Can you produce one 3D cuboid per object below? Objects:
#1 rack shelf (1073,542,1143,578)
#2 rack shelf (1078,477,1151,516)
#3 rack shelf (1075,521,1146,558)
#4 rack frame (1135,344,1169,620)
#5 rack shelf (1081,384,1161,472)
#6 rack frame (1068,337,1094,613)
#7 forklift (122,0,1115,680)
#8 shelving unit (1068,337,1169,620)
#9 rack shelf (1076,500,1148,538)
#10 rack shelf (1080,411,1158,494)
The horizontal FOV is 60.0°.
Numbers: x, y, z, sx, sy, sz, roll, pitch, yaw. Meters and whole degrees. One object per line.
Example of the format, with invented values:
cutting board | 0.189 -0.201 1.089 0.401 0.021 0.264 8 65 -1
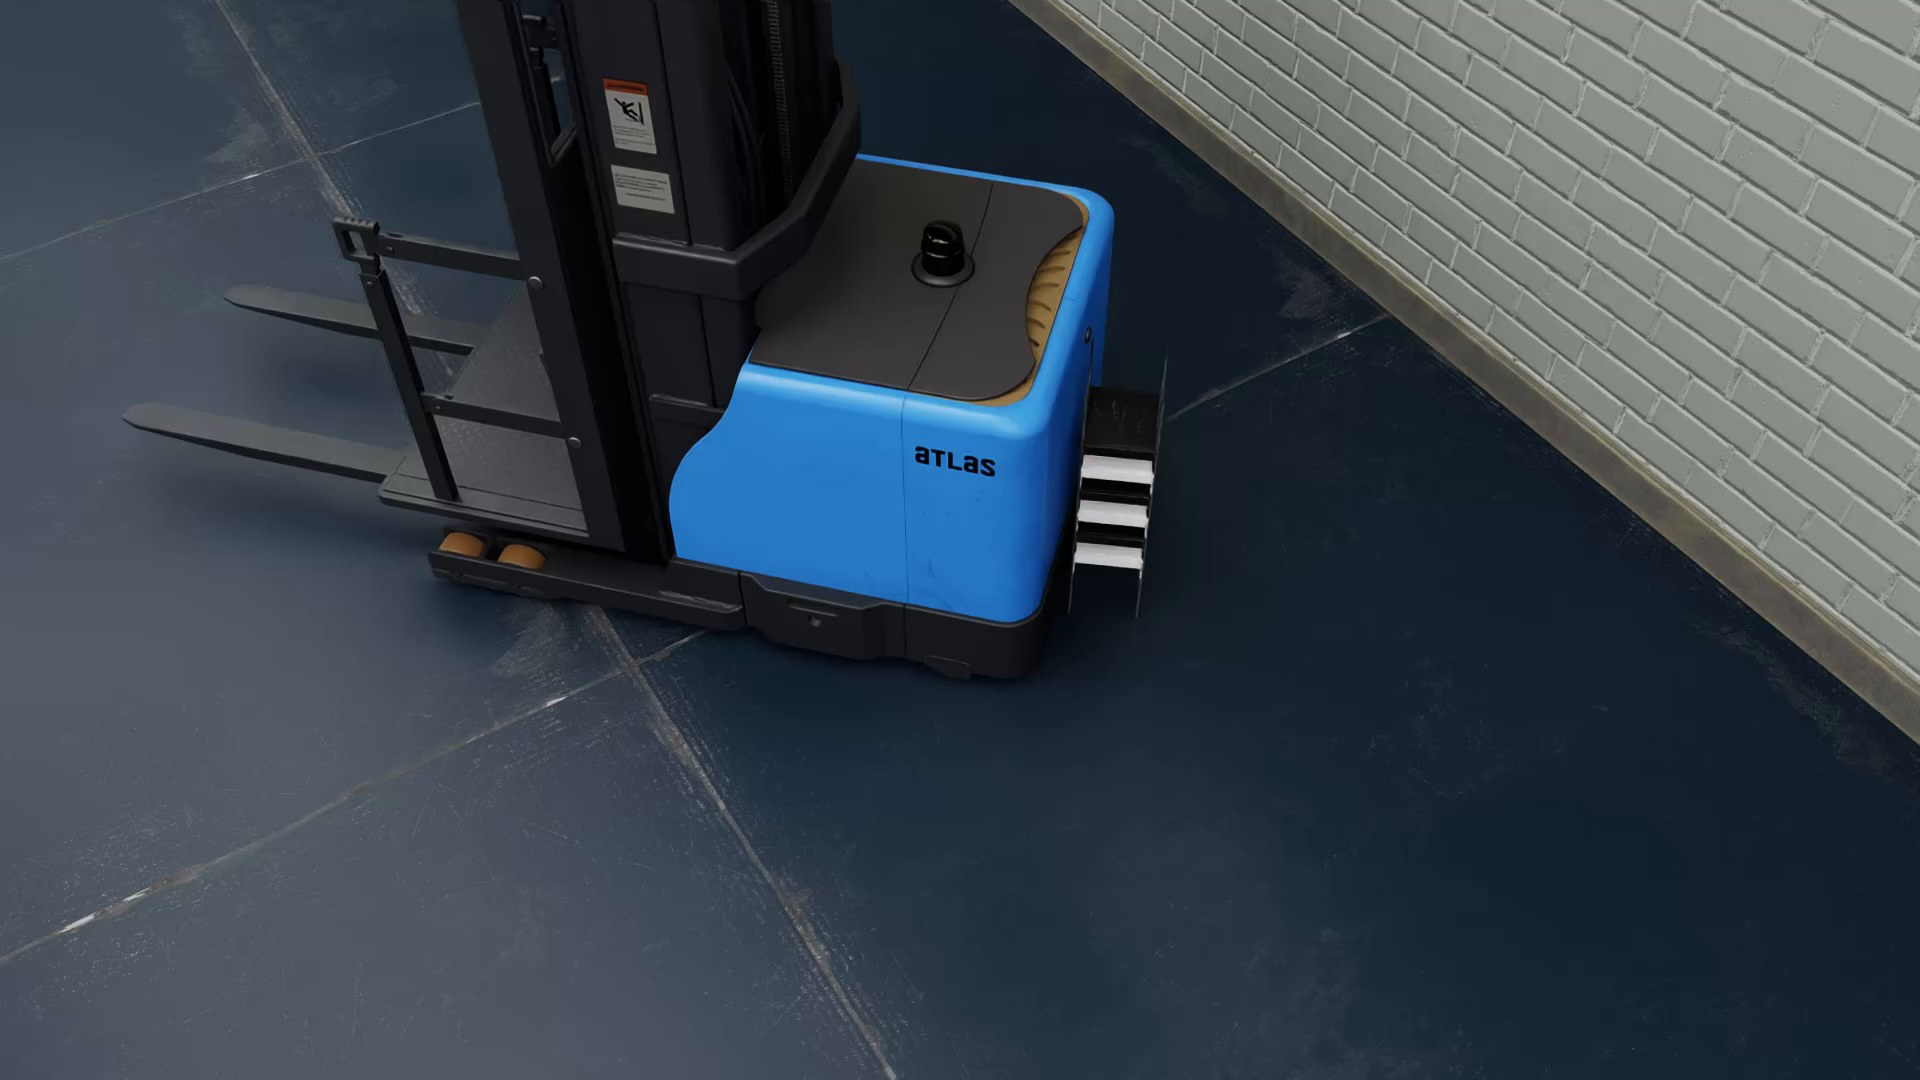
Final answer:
rack shelf | 0.448 -0.014 4.945 0.200 0.077 0.258 6 49 5
rack shelf | 0.448 -0.193 4.744 0.200 0.077 0.258 6 49 5
rack shelf | 0.448 -0.074 4.878 0.200 0.077 0.258 6 49 5
rack frame | 0.549 -0.145 4.777 0.006 0.900 0.240 6 49 5
rack shelf | 0.448 -0.313 4.609 0.200 0.077 0.258 6 49 5
rack frame | 0.348 -0.166 4.795 0.006 0.900 0.240 6 49 5
forklift | -1.125 -1.173 4.332 3.031 2.935 1.130 11 49 10
shelving unit | 0.448 -0.156 4.786 0.210 0.900 0.258 6 49 5
rack shelf | 0.448 -0.133 4.811 0.200 0.077 0.258 6 49 5
rack shelf | 0.448 -0.253 4.676 0.200 0.077 0.258 6 49 5
